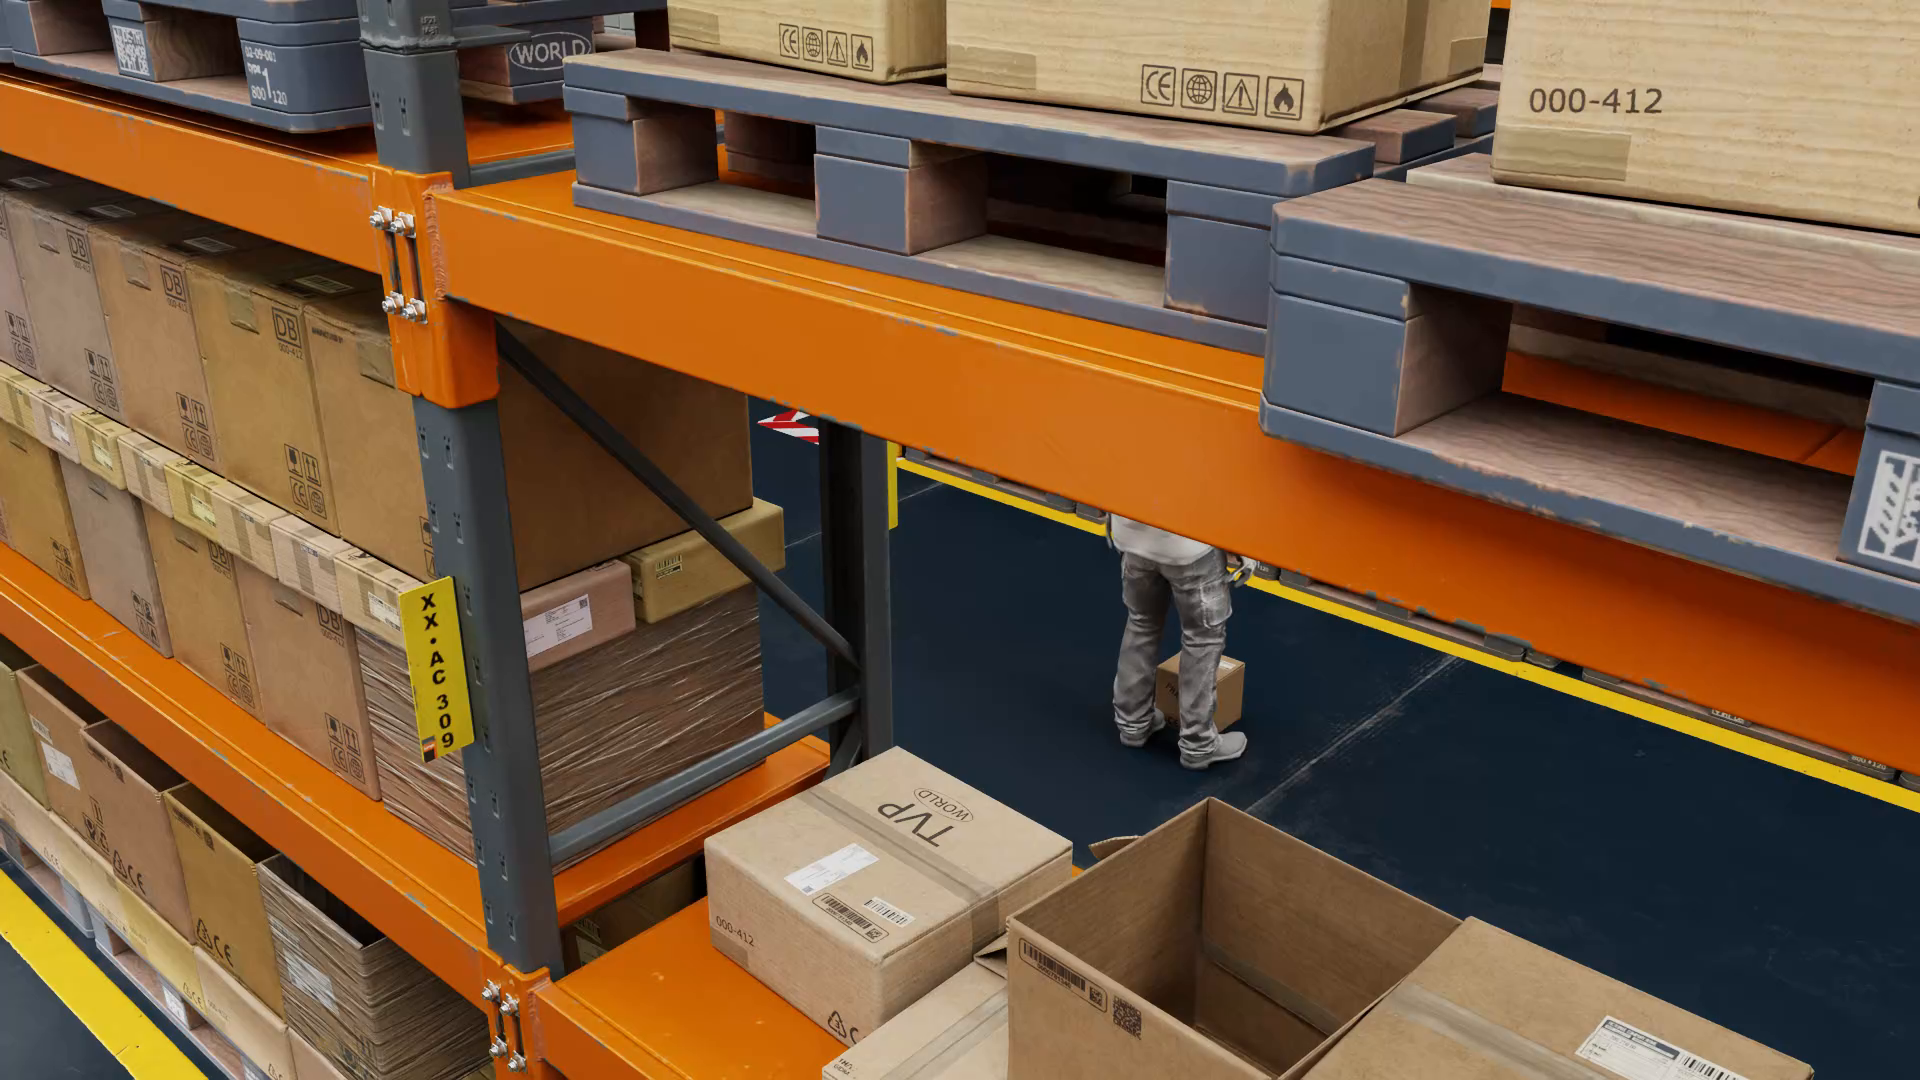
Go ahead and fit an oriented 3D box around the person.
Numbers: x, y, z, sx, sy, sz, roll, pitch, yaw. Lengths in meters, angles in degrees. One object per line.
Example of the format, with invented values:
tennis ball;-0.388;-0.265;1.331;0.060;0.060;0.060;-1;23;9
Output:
person;0.796;-0.024;6.140;0.630;1.776;0.443;18;29;35
